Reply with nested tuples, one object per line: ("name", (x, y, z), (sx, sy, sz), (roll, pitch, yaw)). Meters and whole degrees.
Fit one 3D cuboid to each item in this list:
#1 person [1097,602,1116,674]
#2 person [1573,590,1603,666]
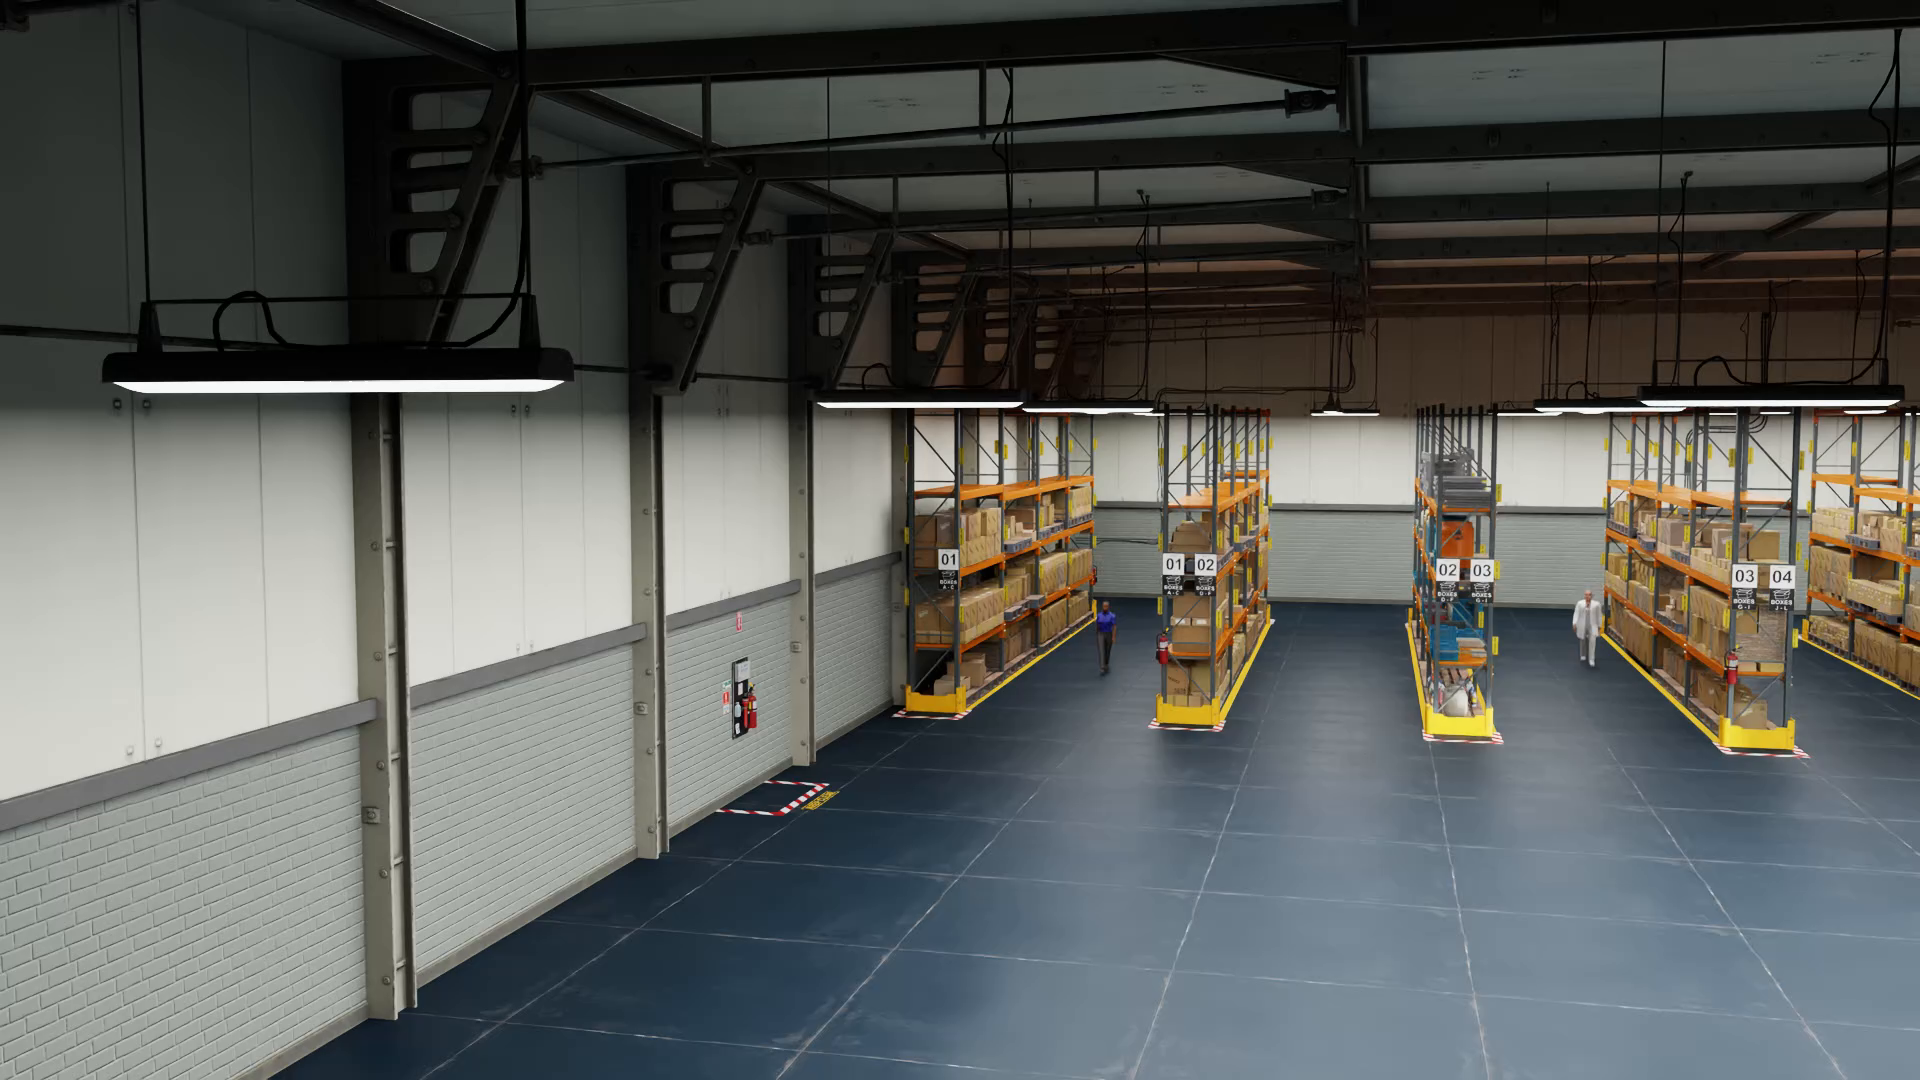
("person", (3.305, 2.187, 37.501), (0.431, 1.571, 1.068), (0, 4, -1))
("person", (14.620, 2.018, 38.726), (0.671, 1.713, 1.142), (1, 4, 17))
